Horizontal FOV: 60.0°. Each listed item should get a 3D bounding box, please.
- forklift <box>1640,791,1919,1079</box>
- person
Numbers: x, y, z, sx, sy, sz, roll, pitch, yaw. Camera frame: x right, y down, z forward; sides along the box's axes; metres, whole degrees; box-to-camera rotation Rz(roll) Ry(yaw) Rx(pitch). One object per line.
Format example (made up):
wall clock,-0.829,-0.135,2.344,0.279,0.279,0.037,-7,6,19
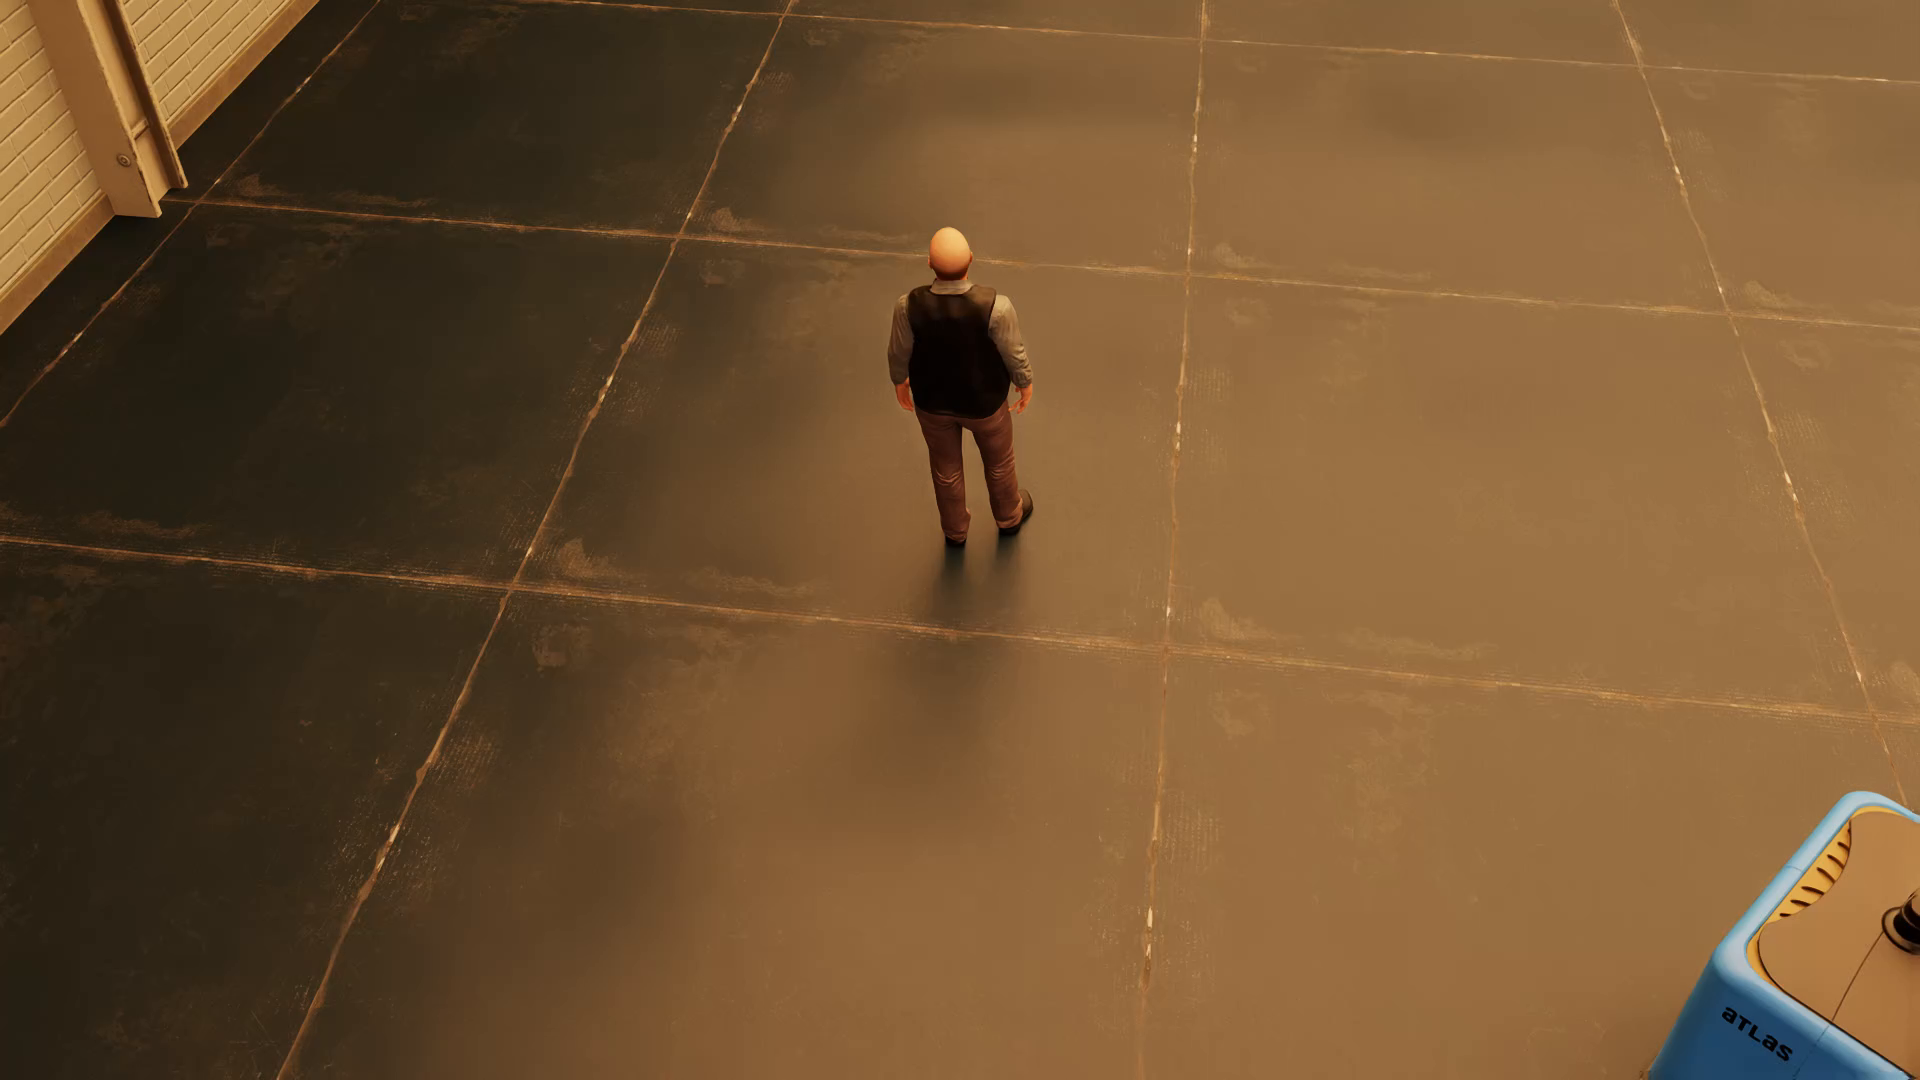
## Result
forklift,3.623,1.454,4.142,1.130,2.935,3.031,-33,52,-31
person,0.015,-0.681,7.349,0.633,1.722,0.566,5,43,6
